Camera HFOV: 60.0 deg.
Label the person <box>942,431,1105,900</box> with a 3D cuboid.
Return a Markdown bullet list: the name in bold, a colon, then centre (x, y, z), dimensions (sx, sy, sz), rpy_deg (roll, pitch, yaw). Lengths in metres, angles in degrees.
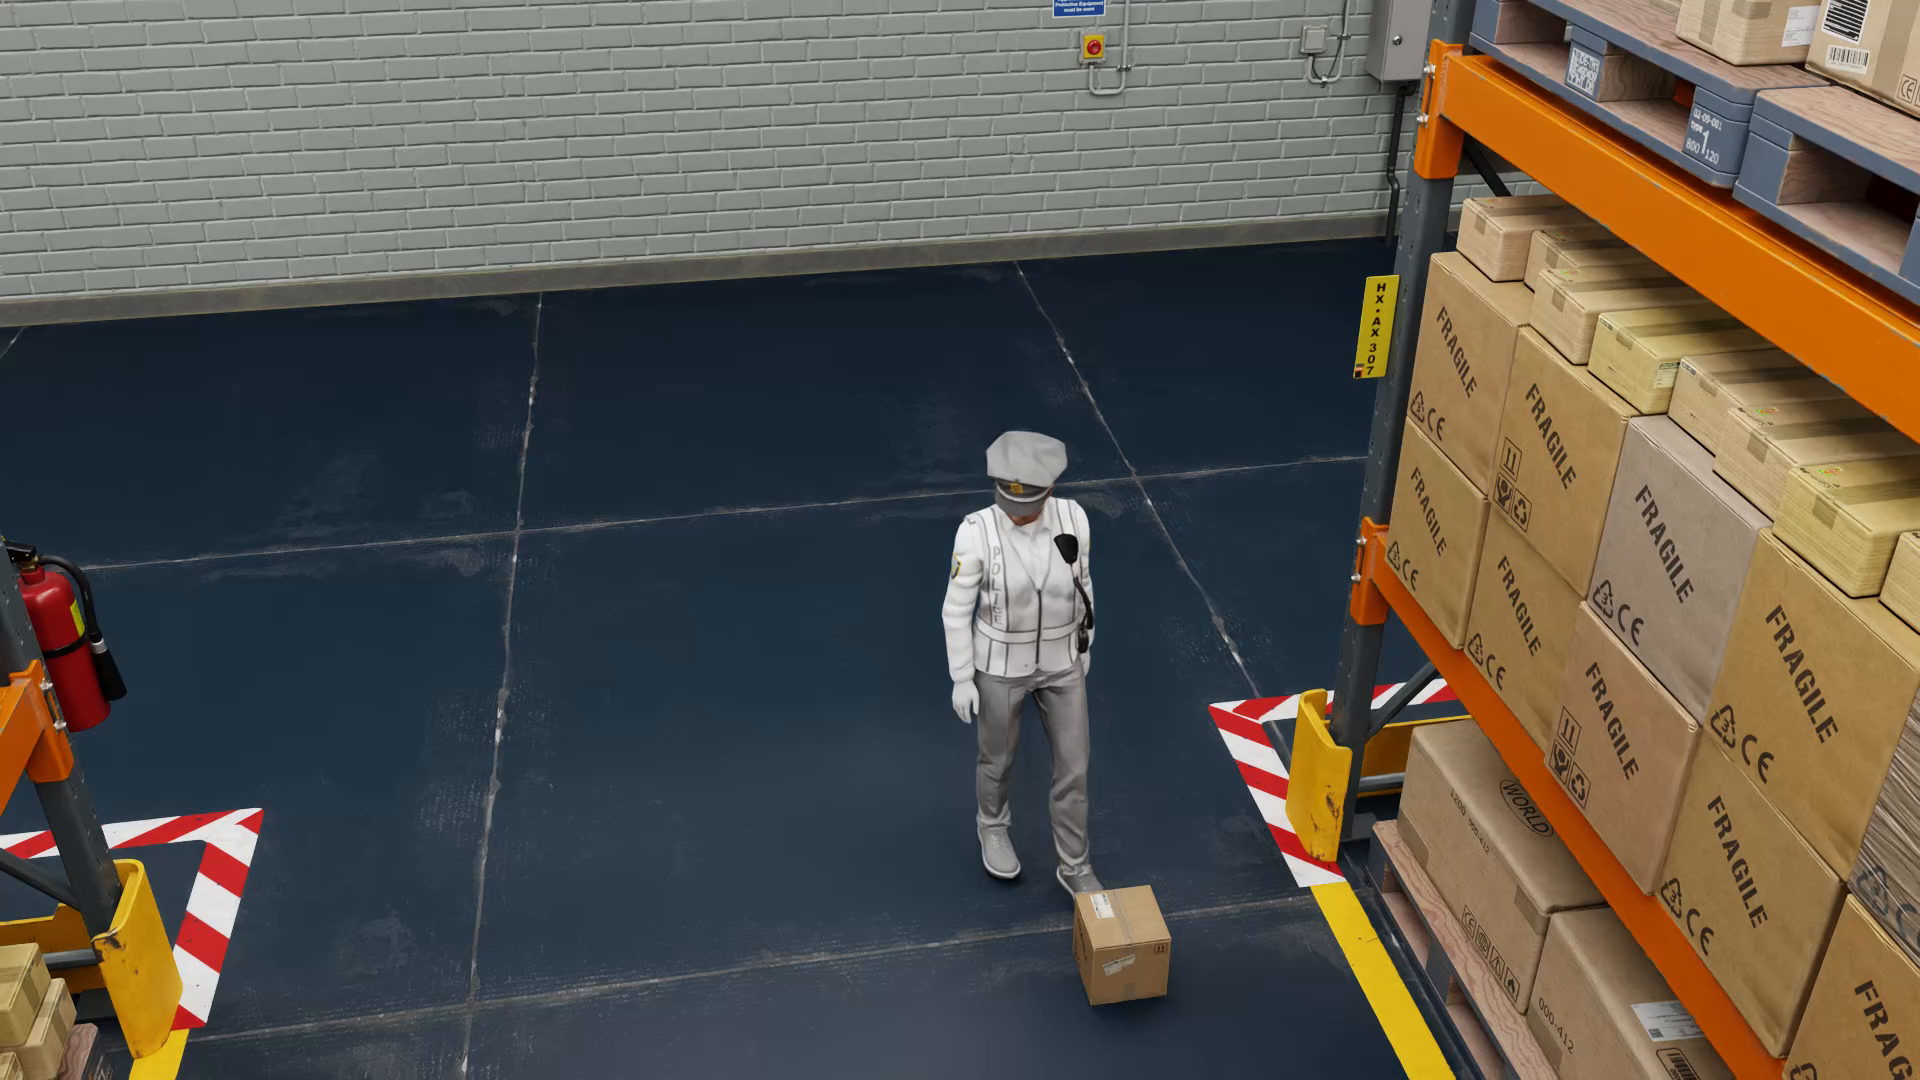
- **person**: centre (0.230, 0.469, 5.326), dimensions (0.523, 1.684, 0.572), rpy_deg (-8, 32, -12)
